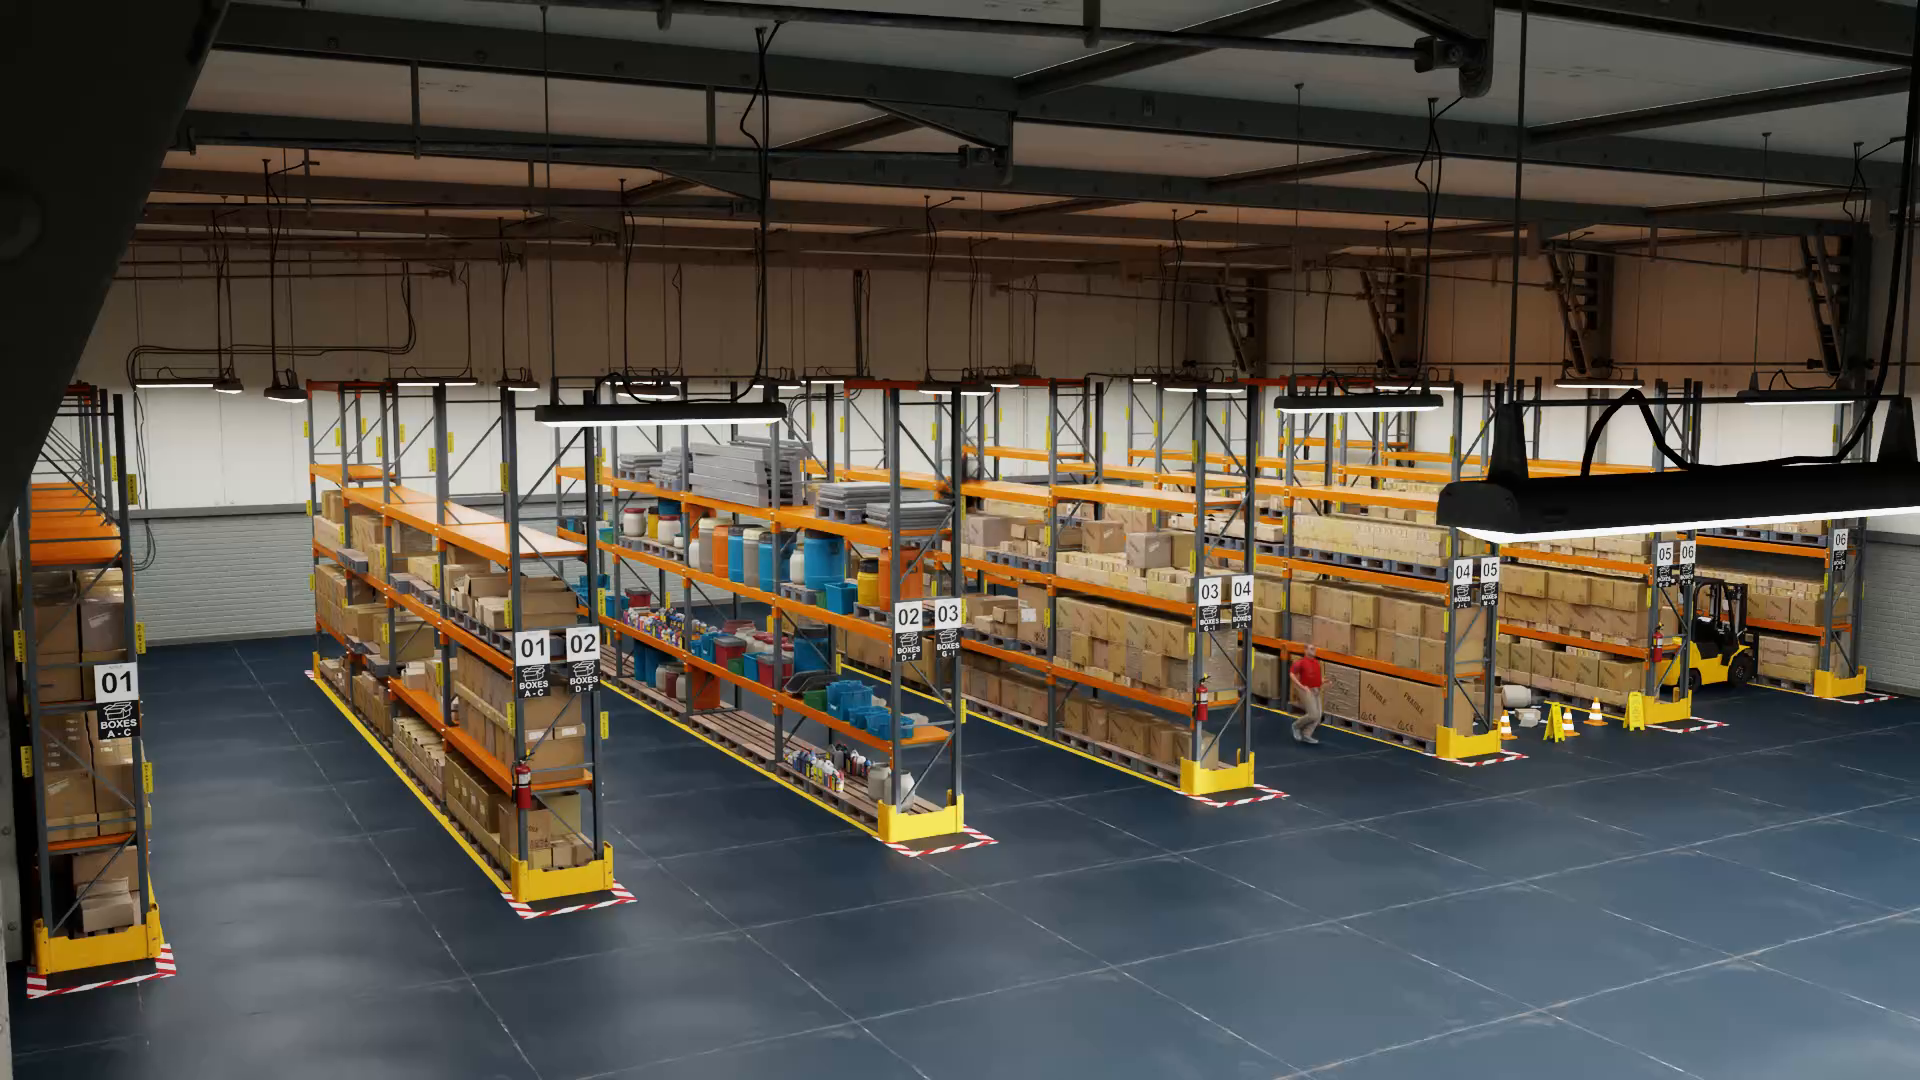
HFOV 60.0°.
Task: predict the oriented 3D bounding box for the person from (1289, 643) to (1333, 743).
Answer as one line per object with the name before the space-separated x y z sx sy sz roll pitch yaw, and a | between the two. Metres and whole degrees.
person | 5.846 2.553 27.650 0.656 1.676 0.610 -6 8 -42
